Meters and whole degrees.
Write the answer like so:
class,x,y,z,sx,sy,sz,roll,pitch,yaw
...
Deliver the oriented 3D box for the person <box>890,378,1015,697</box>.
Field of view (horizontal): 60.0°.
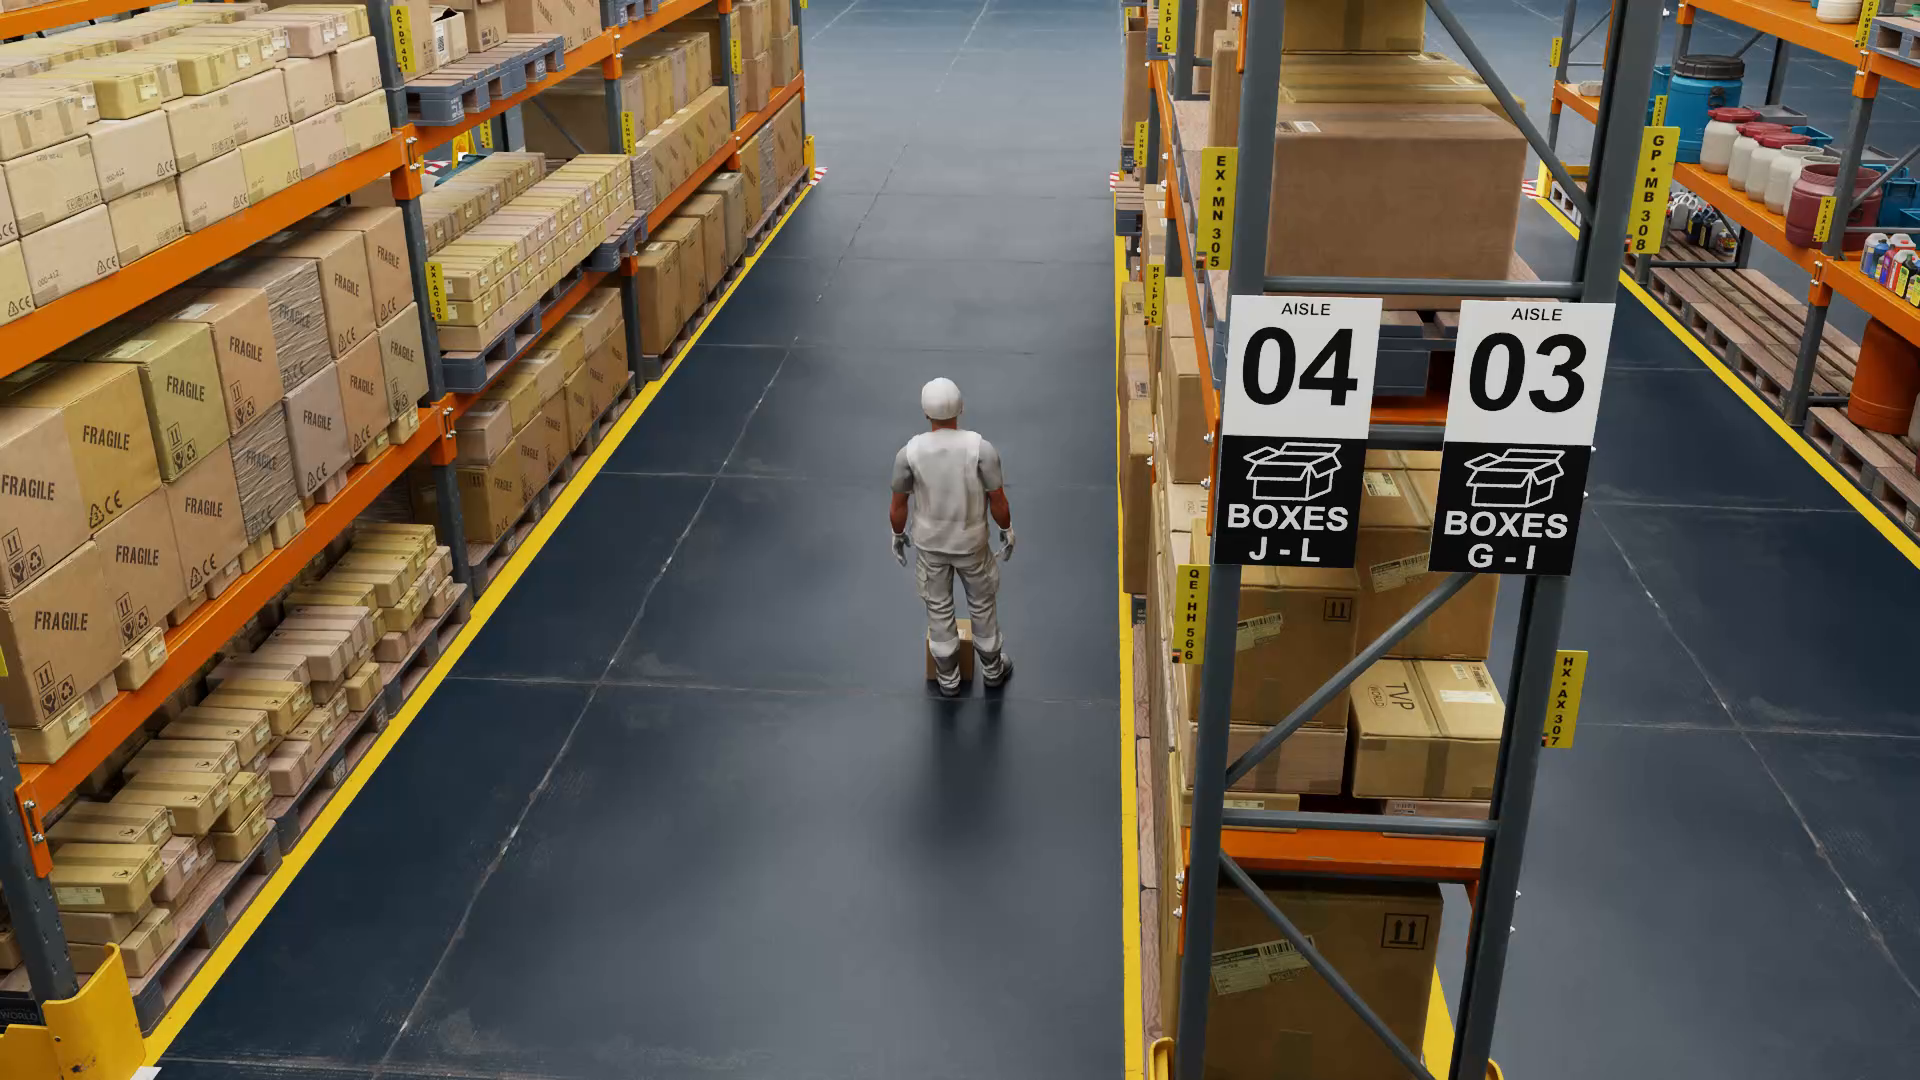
class,x,y,z,sx,sy,sz,roll,pitch,yaw
person,-0.031,-0.029,8.616,0.637,1.787,0.565,2,24,4
